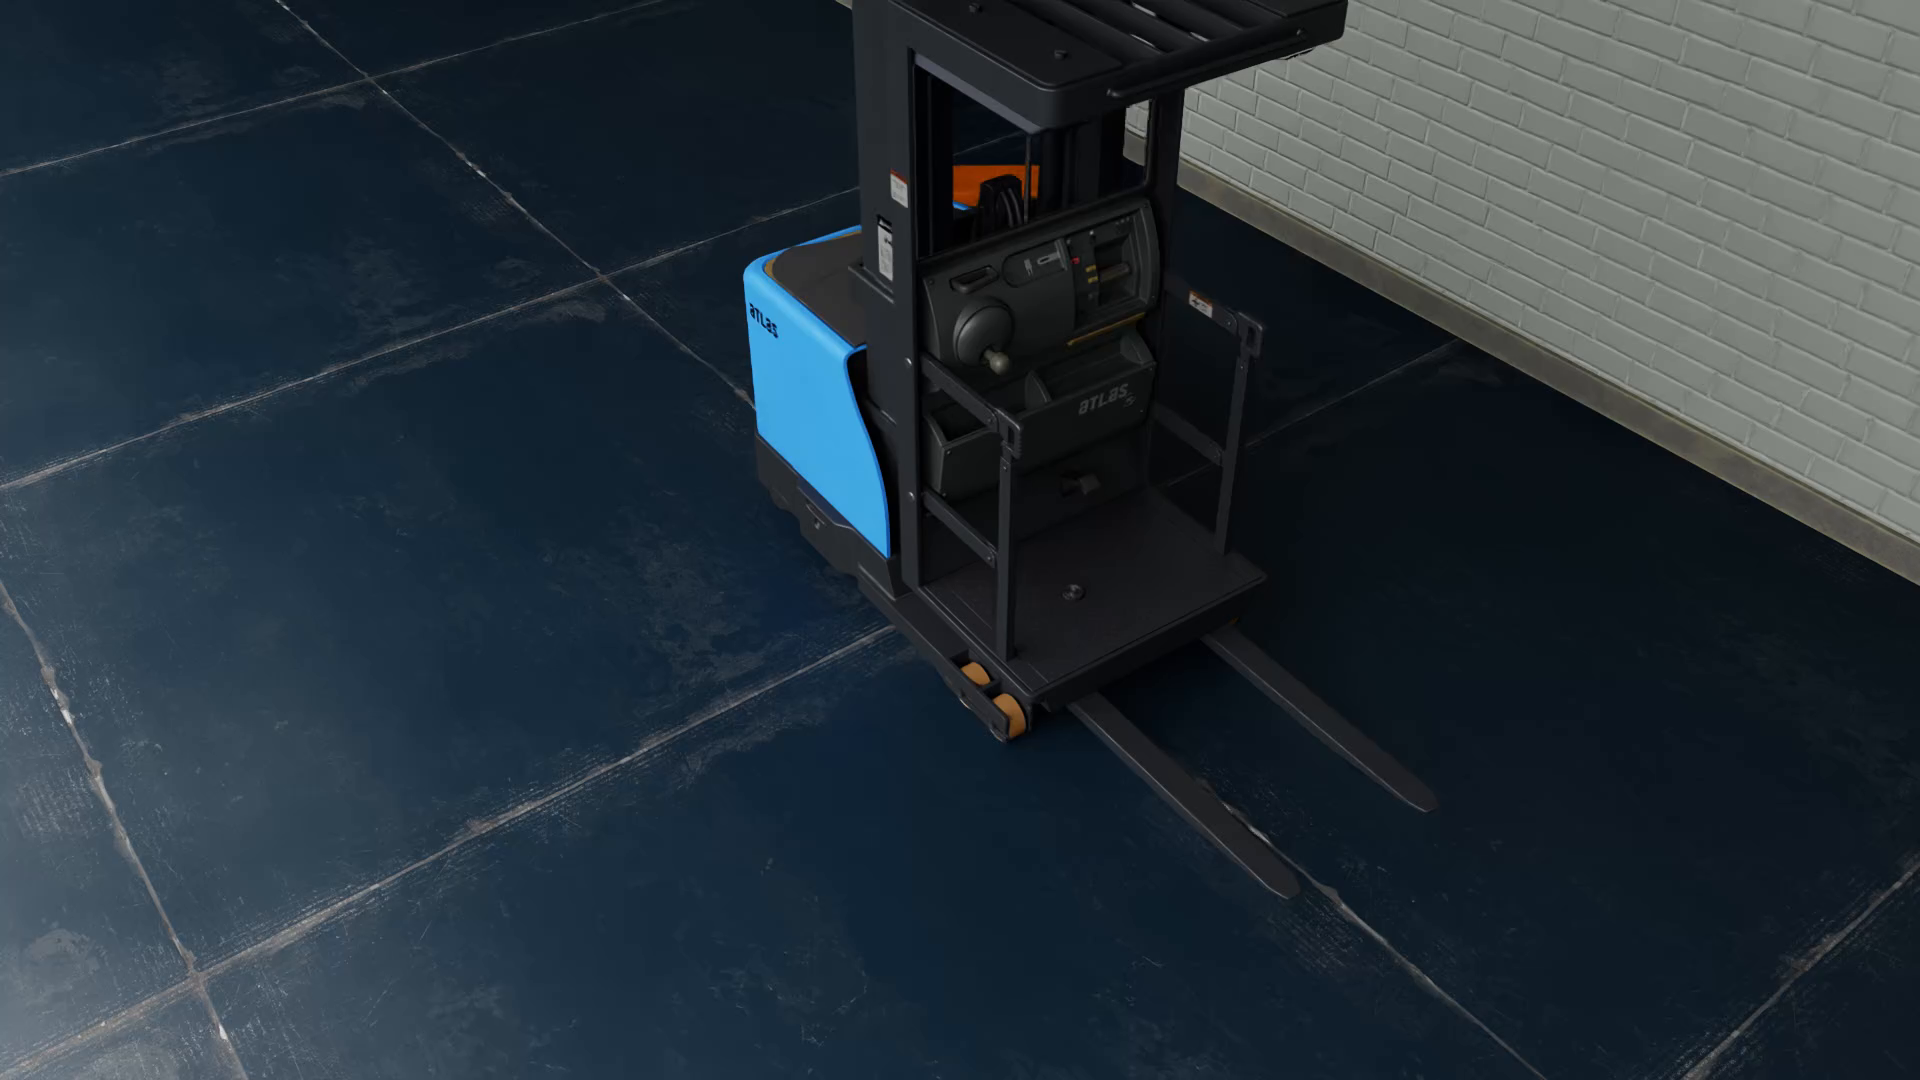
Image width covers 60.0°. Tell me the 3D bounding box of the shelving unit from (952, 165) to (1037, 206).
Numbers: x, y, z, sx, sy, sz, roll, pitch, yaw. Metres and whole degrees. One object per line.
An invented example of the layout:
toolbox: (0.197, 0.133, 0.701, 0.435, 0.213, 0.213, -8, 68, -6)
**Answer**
shelving unit: (0.152, -1.152, 7.208, 0.503, 1.200, 0.258, 0, 39, 0)

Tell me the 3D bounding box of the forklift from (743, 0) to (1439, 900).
forklift: (0.407, -0.774, 5.382, 1.130, 2.935, 3.031, -24, 45, -26)

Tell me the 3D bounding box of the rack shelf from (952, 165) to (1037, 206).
rack shelf: (0.152, -1.455, 6.958, 0.480, 0.148, 0.258, 0, 39, 0)
